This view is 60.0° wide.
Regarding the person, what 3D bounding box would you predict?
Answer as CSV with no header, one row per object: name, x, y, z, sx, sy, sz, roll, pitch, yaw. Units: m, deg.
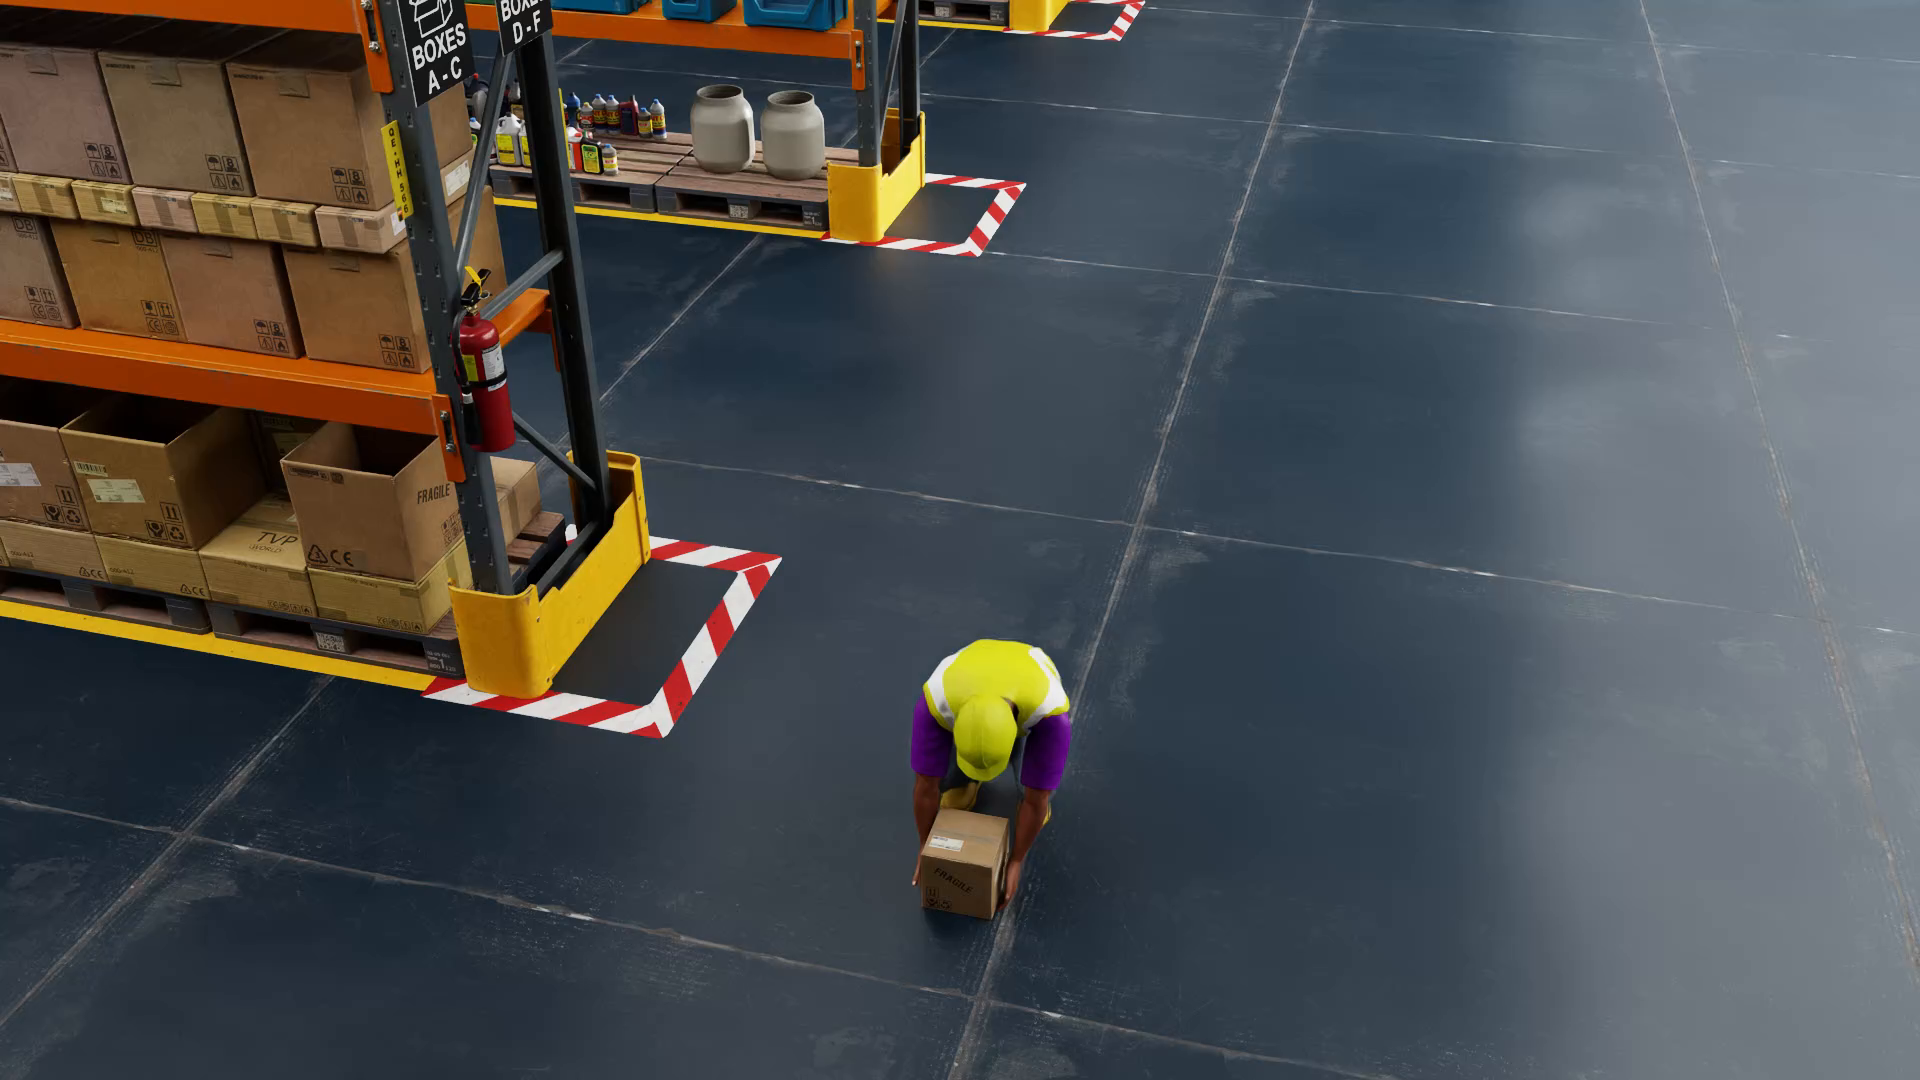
person,0.133,0.714,5.877,0.557,0.893,0.901,8,34,12
